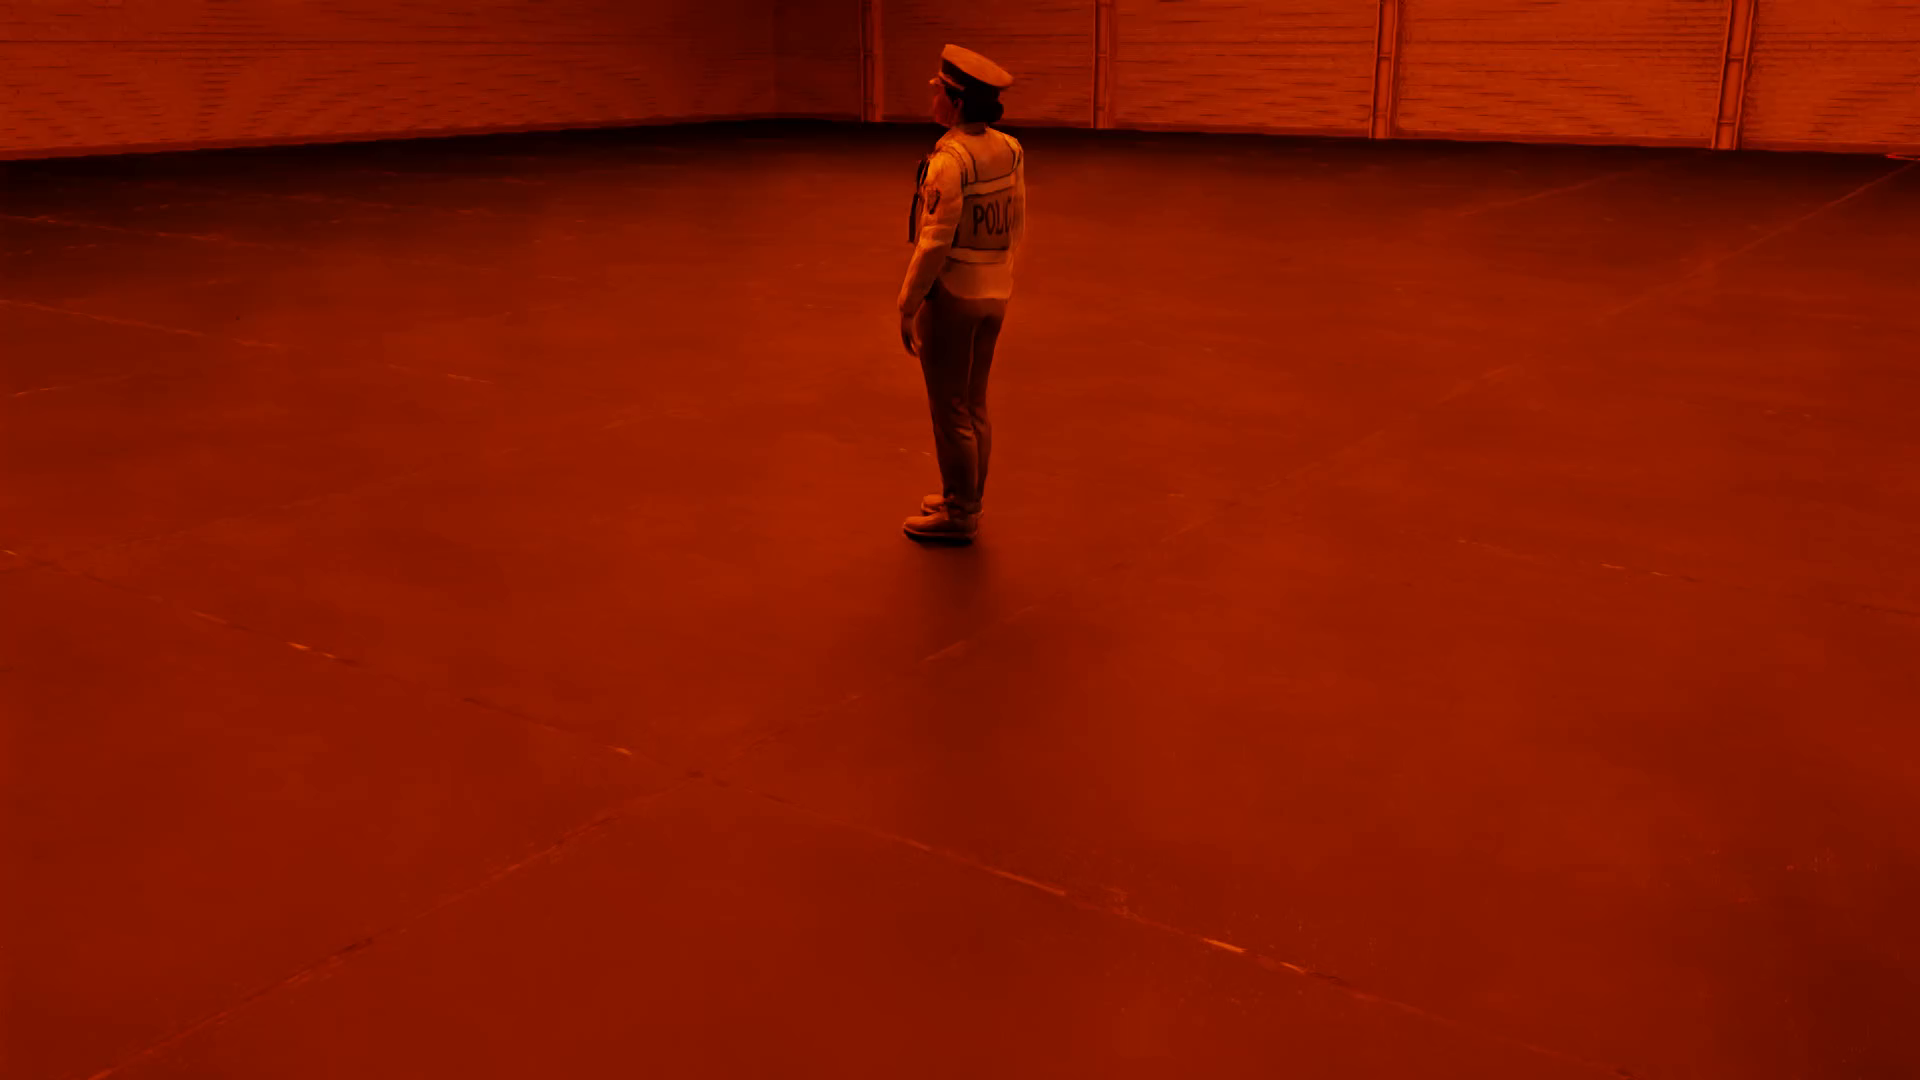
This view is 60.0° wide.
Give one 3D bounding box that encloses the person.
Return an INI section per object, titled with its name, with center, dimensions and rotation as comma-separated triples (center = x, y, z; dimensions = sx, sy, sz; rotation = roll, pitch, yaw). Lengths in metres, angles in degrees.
[person]
center = -0.052, -0.832, 5.746
dimensions = 0.533, 1.695, 0.586
rotation = 11, 20, 33
